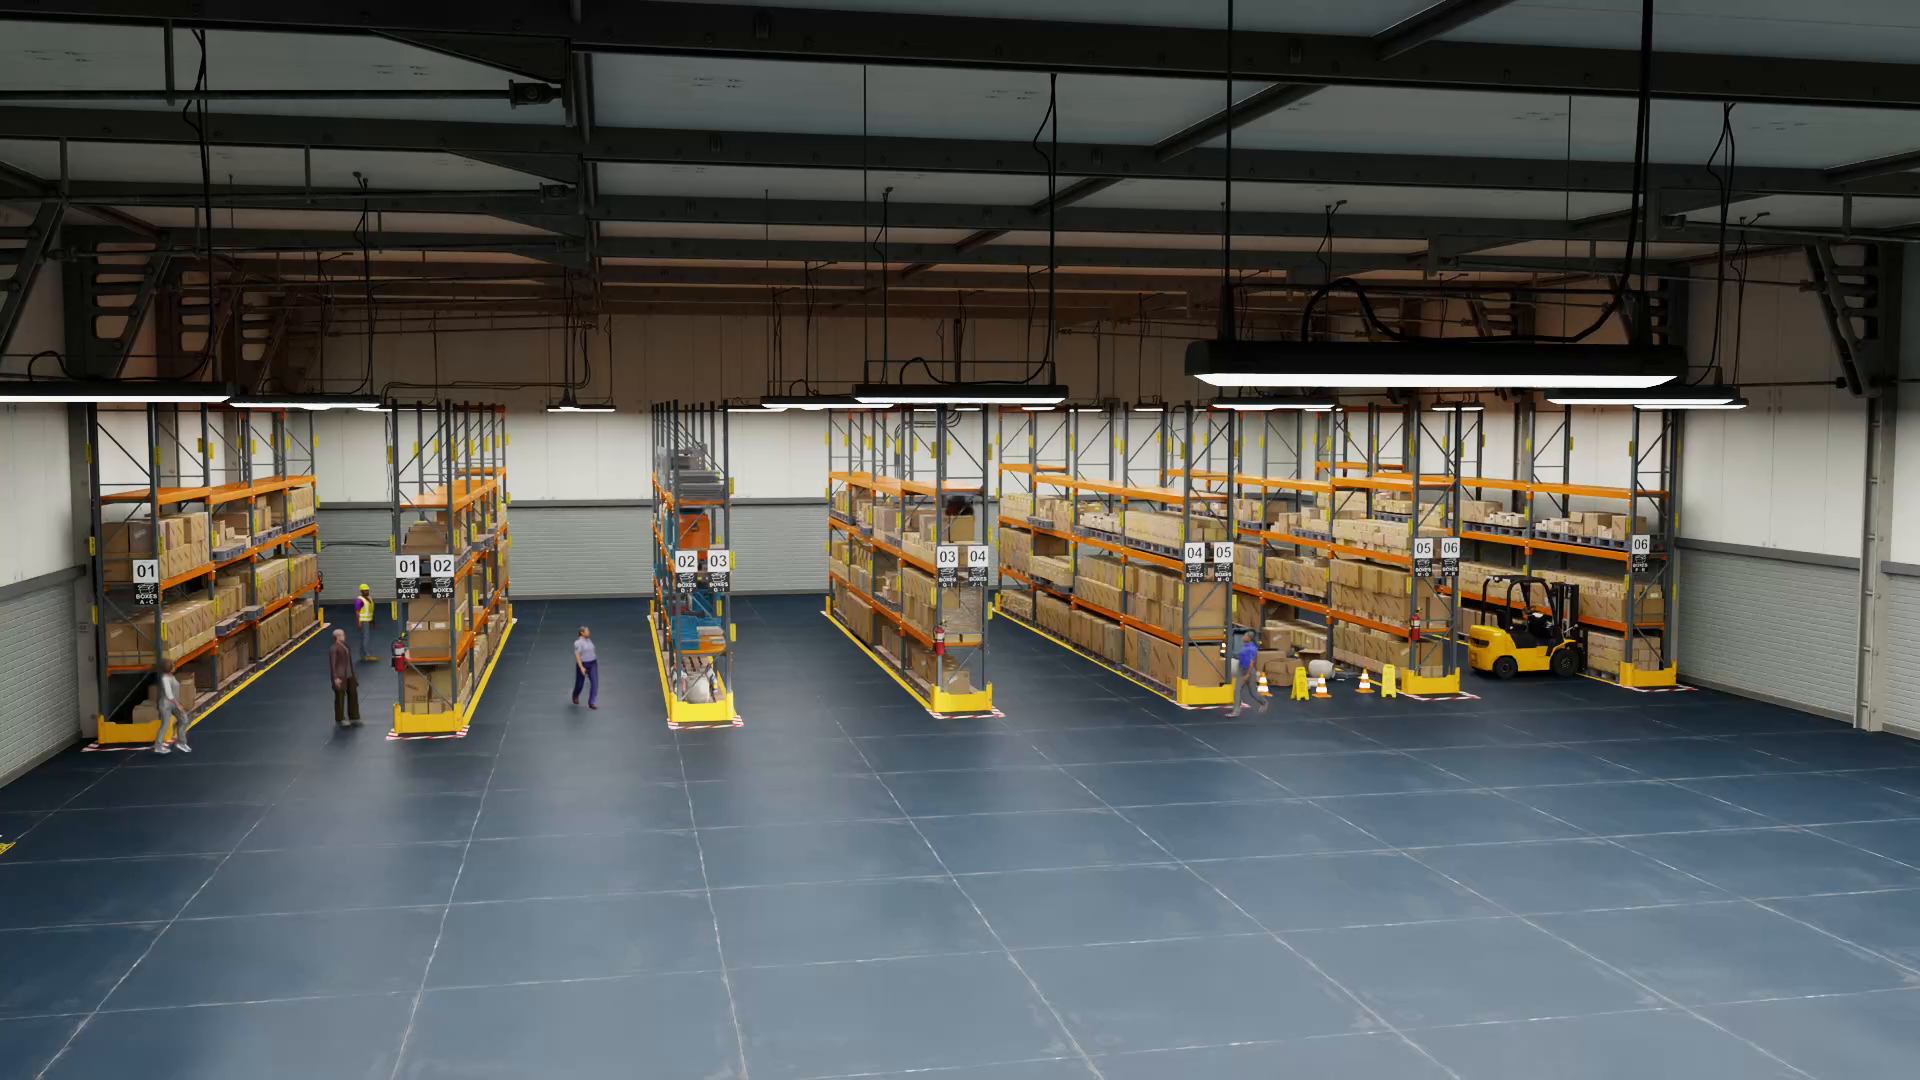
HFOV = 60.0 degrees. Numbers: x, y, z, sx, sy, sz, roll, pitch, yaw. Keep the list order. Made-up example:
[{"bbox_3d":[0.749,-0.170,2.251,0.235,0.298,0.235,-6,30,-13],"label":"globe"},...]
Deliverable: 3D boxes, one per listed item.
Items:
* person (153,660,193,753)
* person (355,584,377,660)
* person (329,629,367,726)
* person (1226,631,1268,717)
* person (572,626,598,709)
[{"bbox_3d":[-13.292,2.816,27.960,0.581,1.612,0.425,-1,4,-7],"label":"person"},{"bbox_3d":[-13.864,1.909,38.915,0.494,1.768,0.595,0,4,-5],"label":"person"},{"bbox_3d":[-11.312,2.548,30.637,0.552,1.817,0.643,2,5,22],"label":"person"},{"bbox_3d":[5.452,2.535,31.519,0.863,1.611,0.410,-3,5,-38],"label":"person"},{"bbox_3d":[-7.319,2.468,32.428,0.467,1.594,0.846,-2,5,-28],"label":"person"}]
